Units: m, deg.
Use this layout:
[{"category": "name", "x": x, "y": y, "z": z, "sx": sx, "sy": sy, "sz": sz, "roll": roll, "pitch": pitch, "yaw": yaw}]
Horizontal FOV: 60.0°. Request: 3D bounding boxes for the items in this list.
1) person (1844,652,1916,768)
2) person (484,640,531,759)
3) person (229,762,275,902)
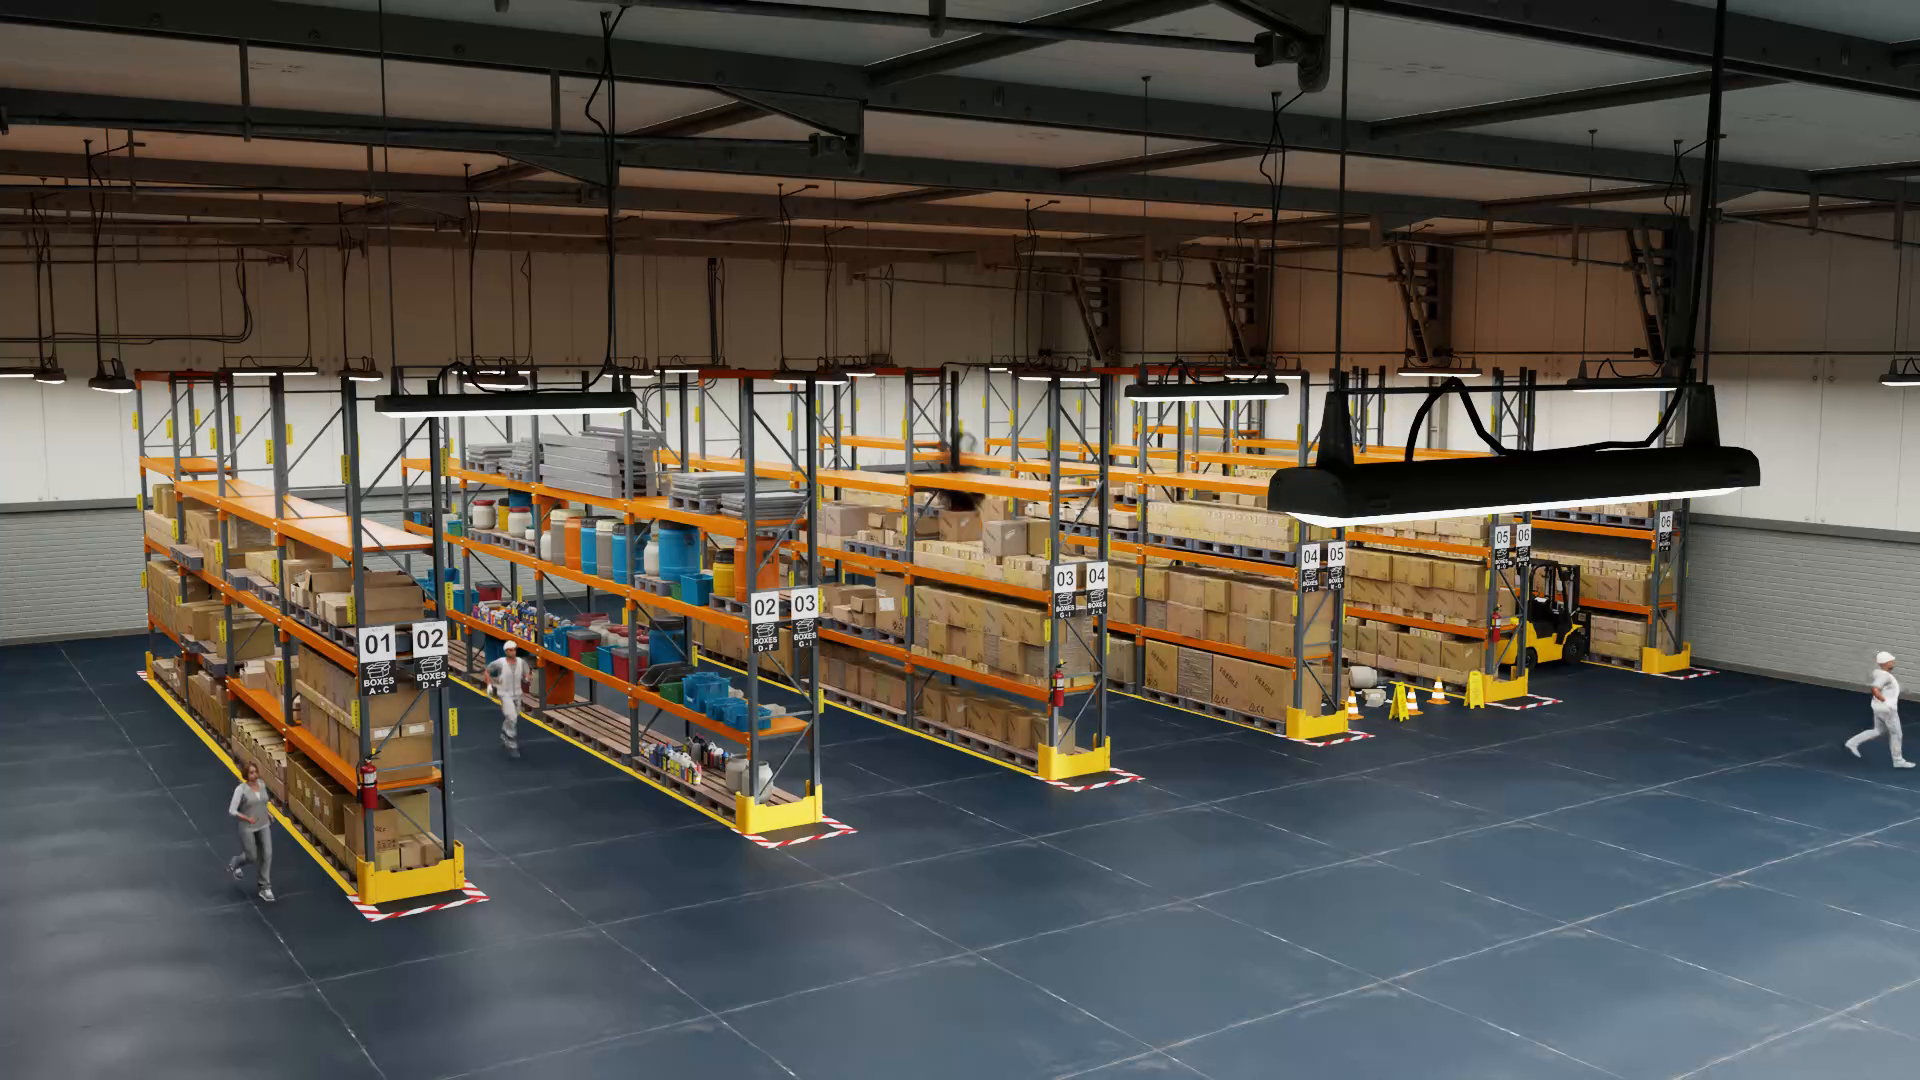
[{"category": "person", "x": 14.094, "y": 2.580, "z": 25.384, "sx": 0.964, "sy": 1.763, "sz": 0.695, "roll": 2, "pitch": 7, "yaw": 16}, {"category": "person", "x": -7.080, "y": 2.488, "z": 26.167, "sx": 0.643, "sy": 1.844, "sz": 0.876, "roll": -6, "pitch": 9, "yaw": -44}, {"category": "person", "x": -8.256, "y": 3.372, "z": 19.397, "sx": 0.812, "sy": 1.592, "sz": 0.538, "roll": 5, "pitch": 8, "yaw": 39}]
